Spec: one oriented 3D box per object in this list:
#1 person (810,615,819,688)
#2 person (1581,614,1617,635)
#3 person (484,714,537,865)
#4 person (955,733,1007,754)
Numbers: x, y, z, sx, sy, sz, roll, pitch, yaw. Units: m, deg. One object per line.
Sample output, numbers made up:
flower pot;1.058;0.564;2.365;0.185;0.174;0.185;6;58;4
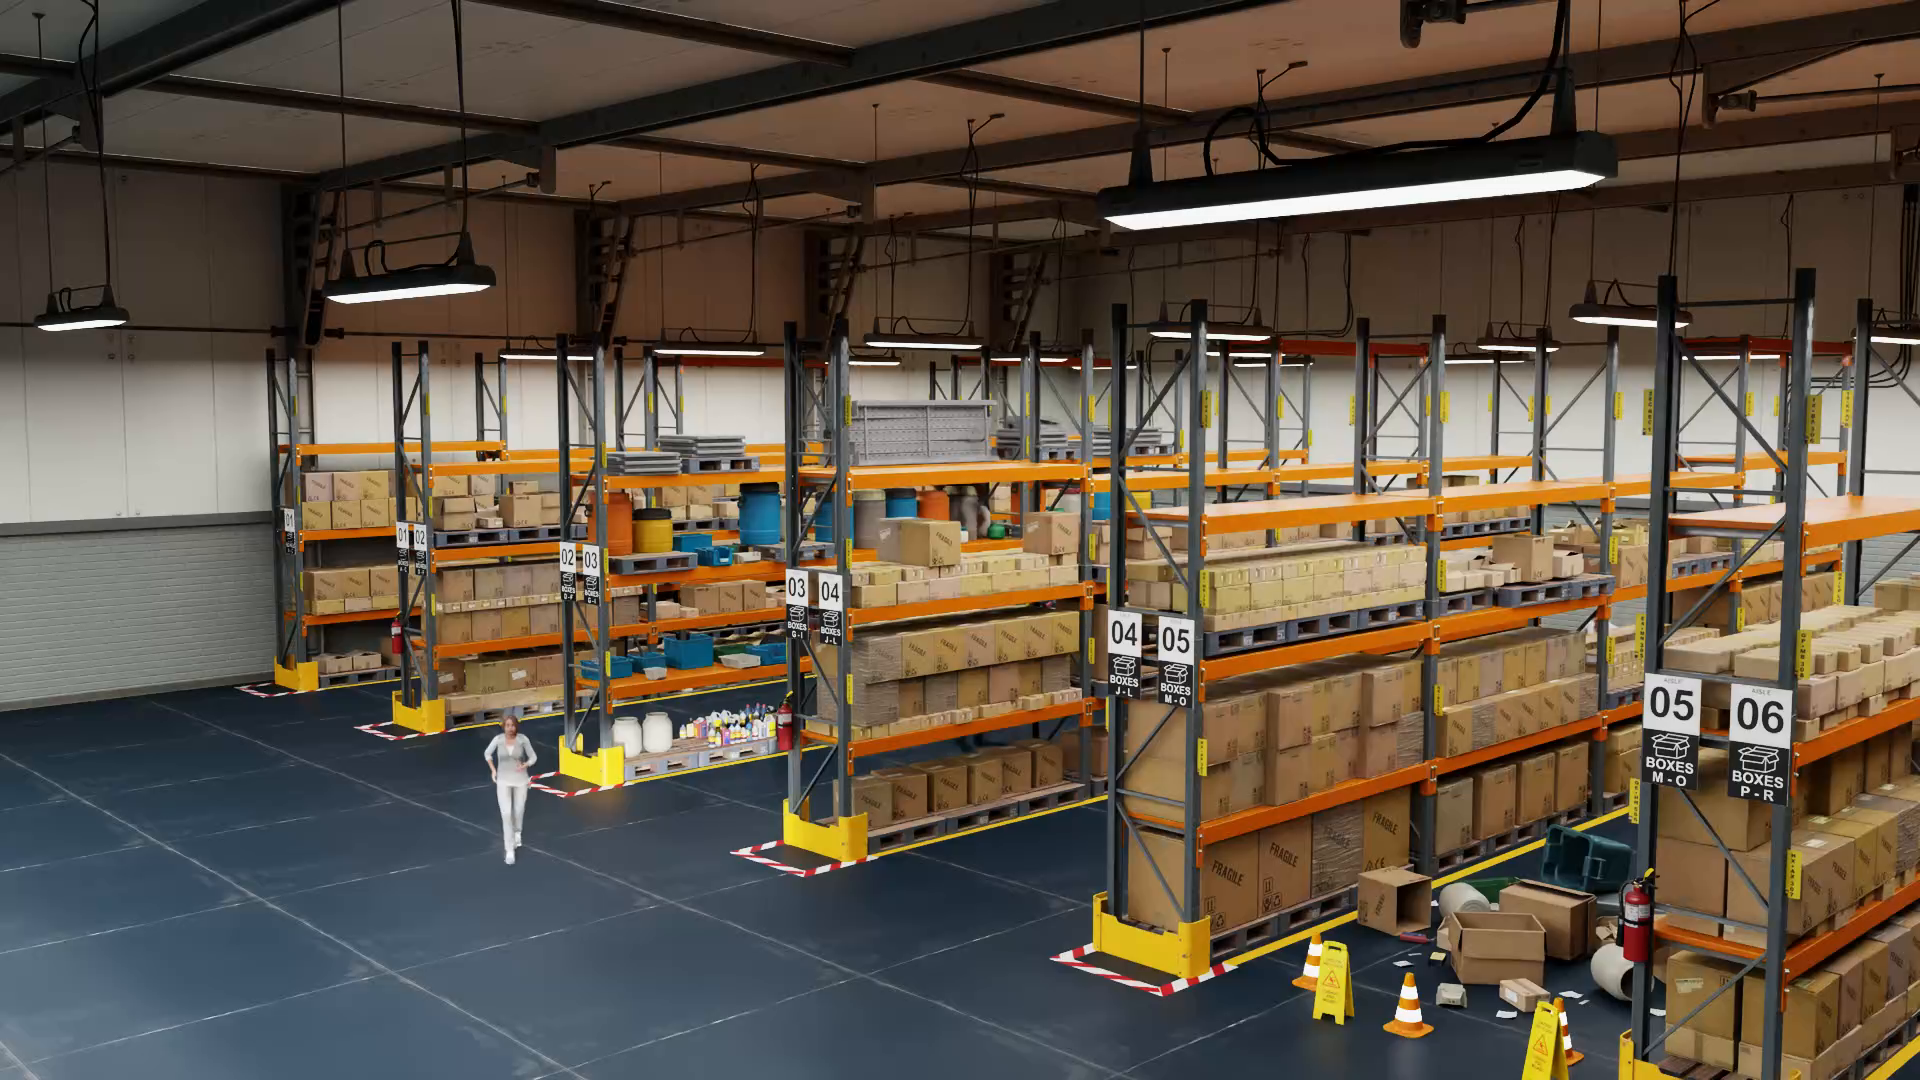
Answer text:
person;-2.444;1.783;29.341;0.602;1.672;0.650;4;6;39
person;10.472;1.960;27.250;0.702;1.712;0.714;3;6;29
person;-5.022;2.741;18.613;0.561;1.617;0.788;-2;5;-17
person;0.246;2.487;22.872;0.965;1.421;0.533;-2;5;-21
